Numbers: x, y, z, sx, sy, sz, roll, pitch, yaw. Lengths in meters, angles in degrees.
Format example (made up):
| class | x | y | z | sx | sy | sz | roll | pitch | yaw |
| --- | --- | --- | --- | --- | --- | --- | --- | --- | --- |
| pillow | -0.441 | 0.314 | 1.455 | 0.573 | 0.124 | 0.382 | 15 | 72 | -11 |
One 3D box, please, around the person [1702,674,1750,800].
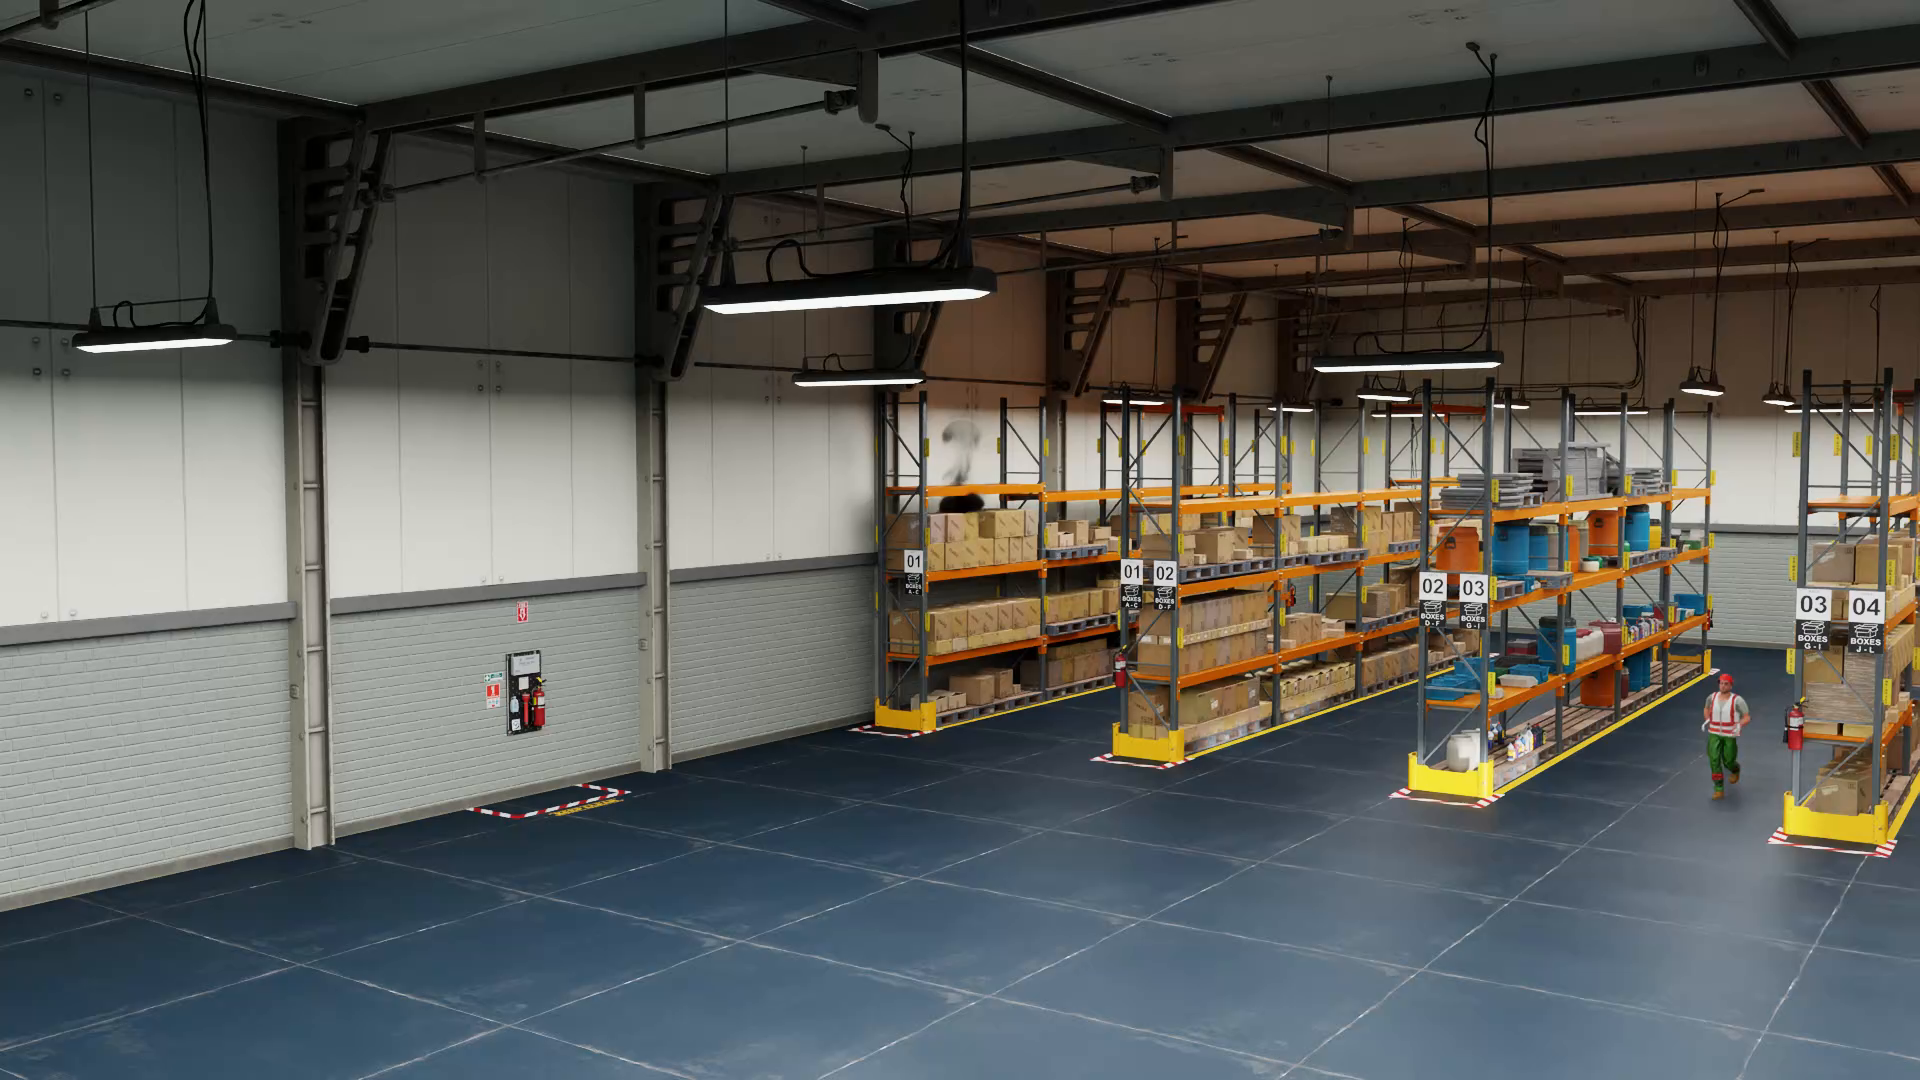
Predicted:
| class | x | y | z | sx | sy | sz | roll | pitch | yaw |
| --- | --- | --- | --- | --- | --- | --- | --- | --- | --- |
| person | 10.974 | 2.804 | 23.879 | 0.655 | 1.774 | 0.845 | 3 | 4 | 40 |
